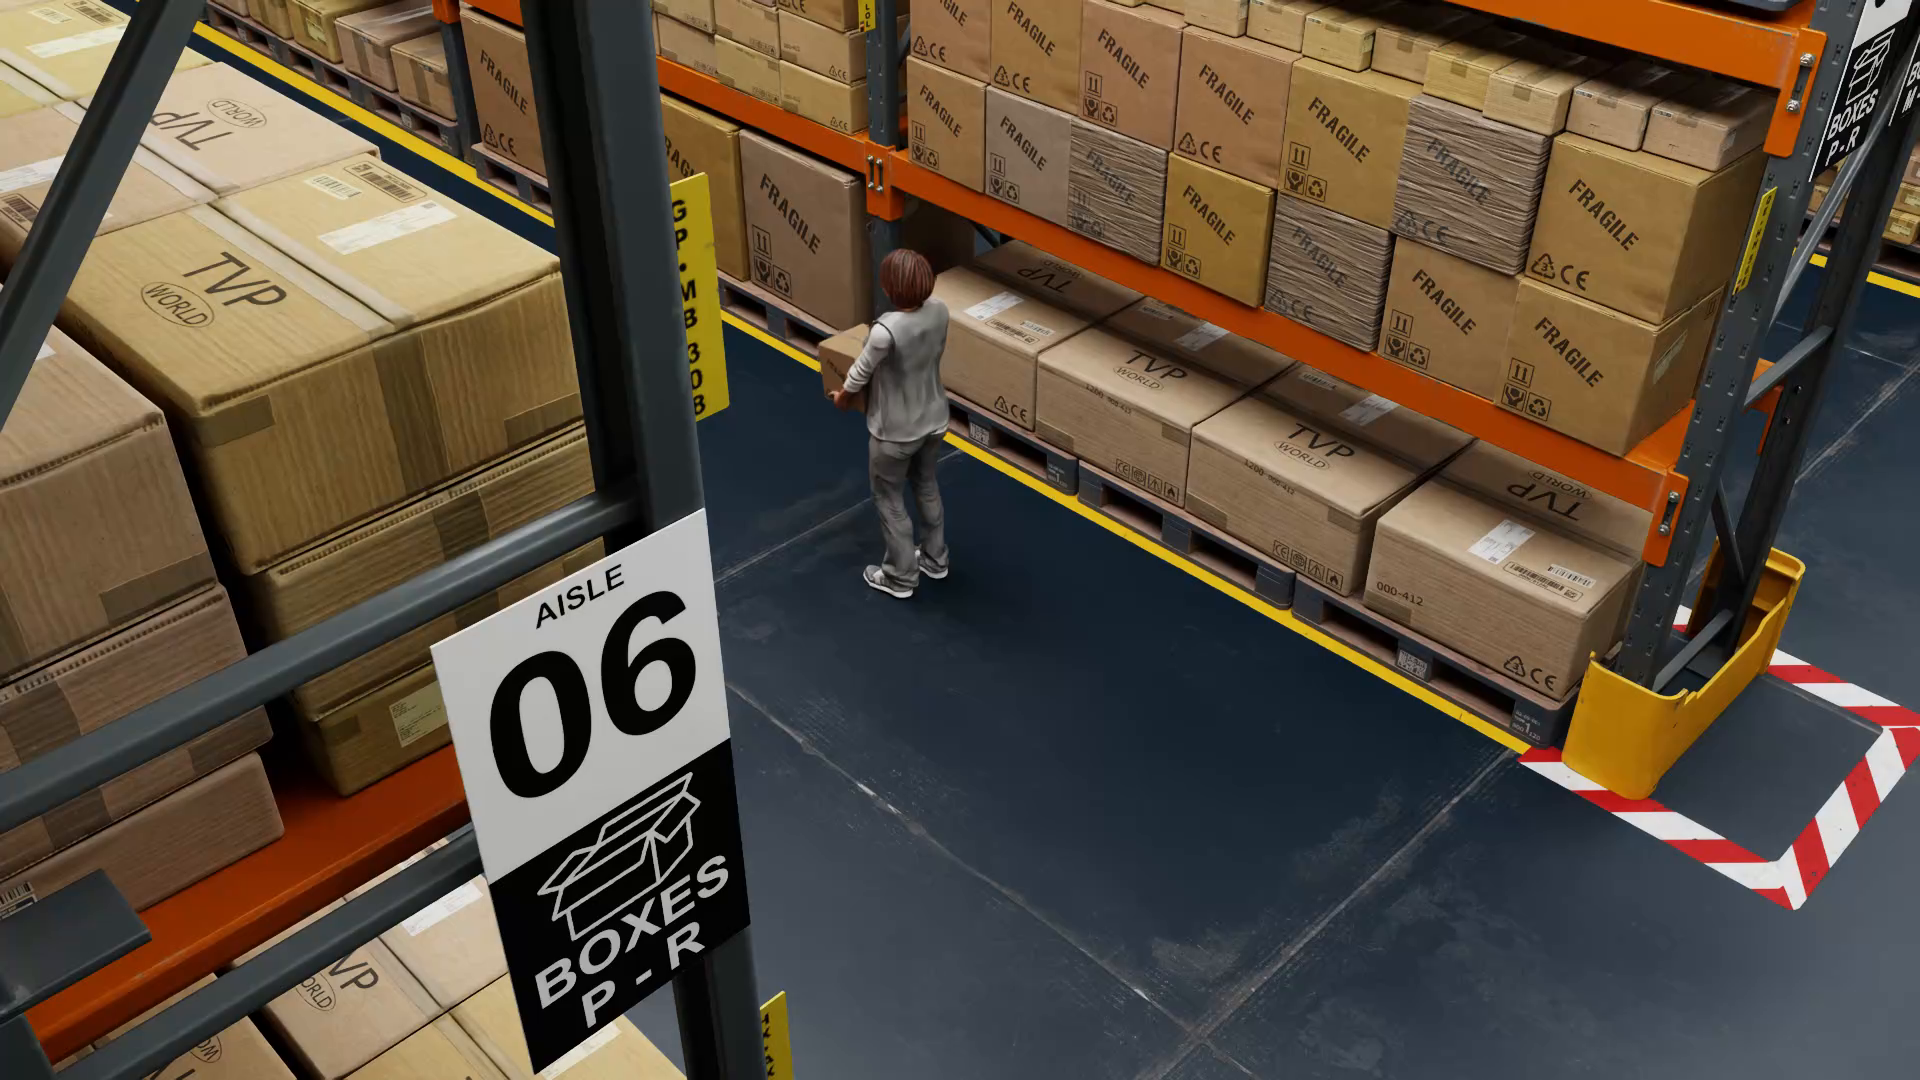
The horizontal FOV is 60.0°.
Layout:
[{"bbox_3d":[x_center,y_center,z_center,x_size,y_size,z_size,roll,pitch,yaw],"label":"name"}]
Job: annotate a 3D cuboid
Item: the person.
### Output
[{"bbox_3d":[-0.279,-0.503,6.853,0.385,1.598,0.498,-30,45,-34],"label":"person"}]
